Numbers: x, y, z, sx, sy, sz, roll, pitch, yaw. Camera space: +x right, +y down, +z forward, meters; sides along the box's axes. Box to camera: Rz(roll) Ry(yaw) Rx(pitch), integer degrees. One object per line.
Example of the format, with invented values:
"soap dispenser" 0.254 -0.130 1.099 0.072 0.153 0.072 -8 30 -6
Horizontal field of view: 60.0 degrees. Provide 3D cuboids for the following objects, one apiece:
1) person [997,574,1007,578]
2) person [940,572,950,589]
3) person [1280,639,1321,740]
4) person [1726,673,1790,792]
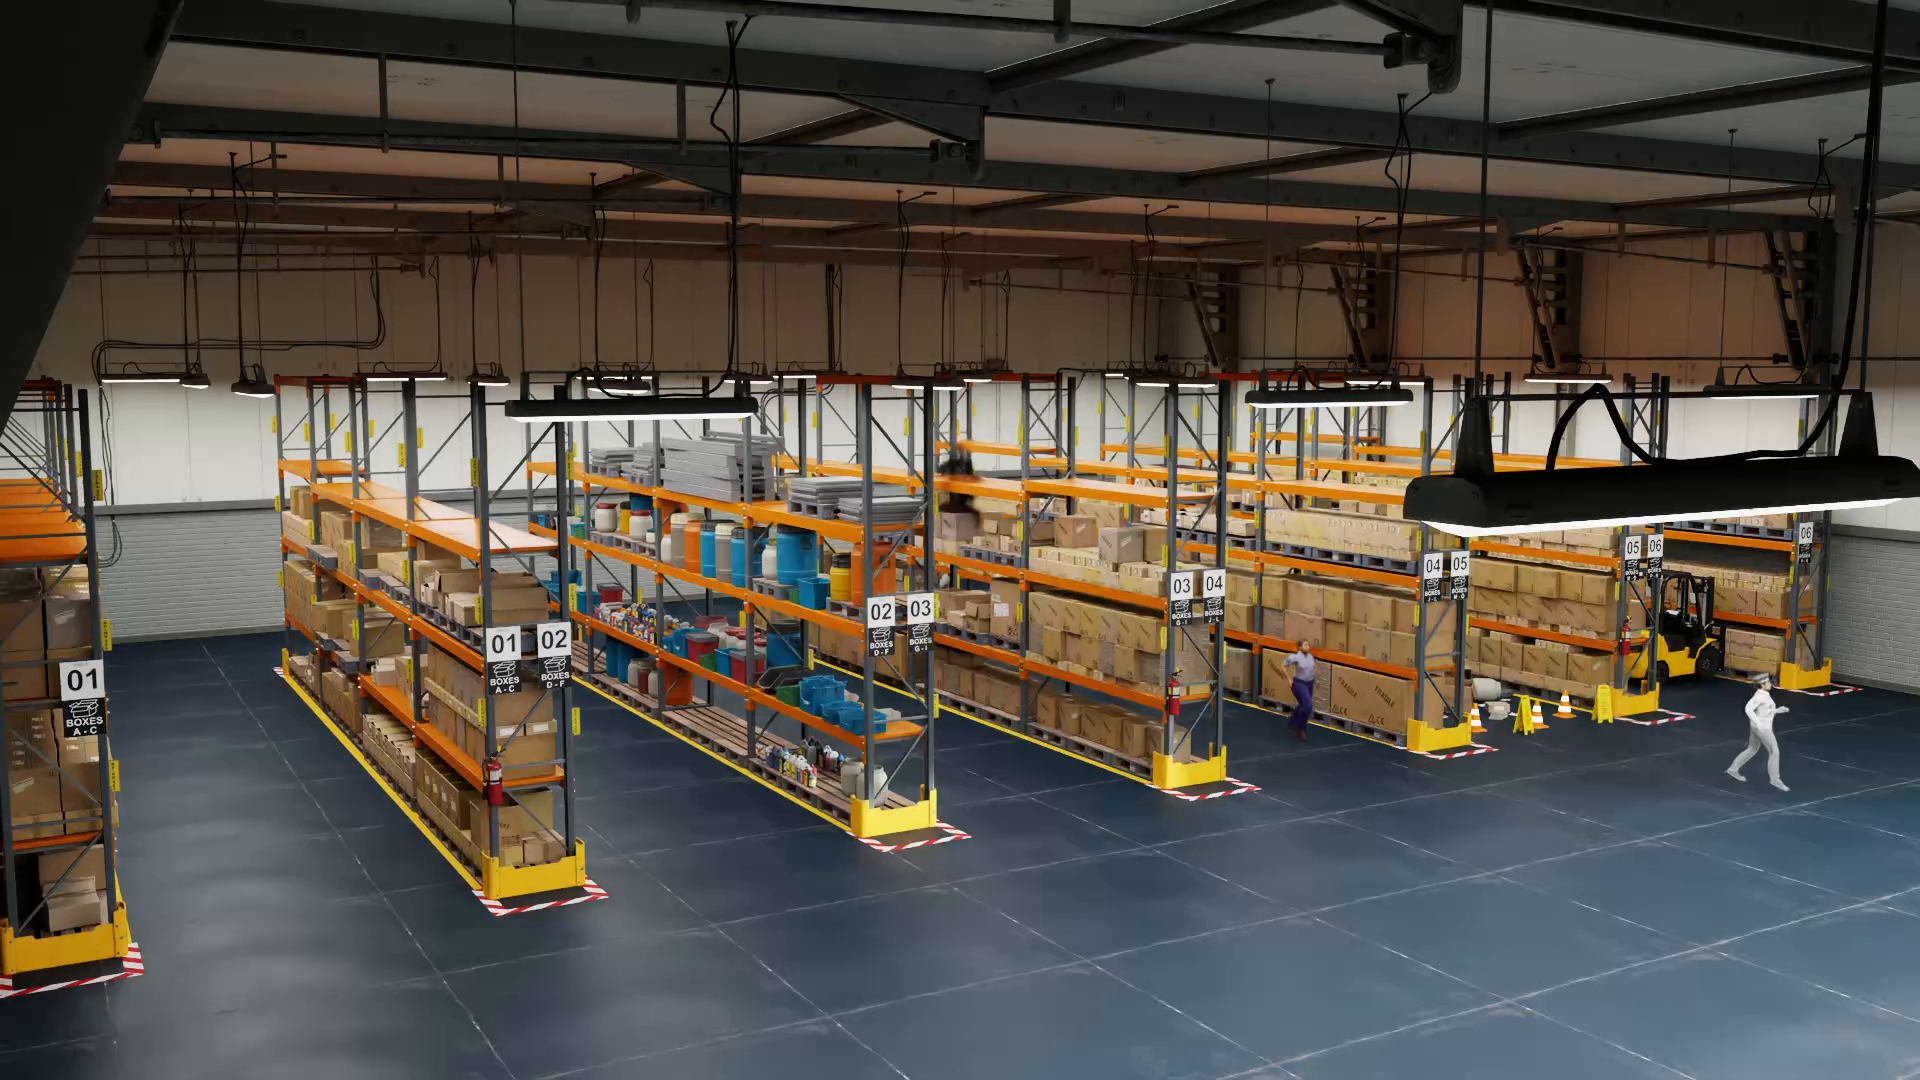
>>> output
"person" 0.955 1.565 35.761 0.659 1.809 0.755 -3 7 -26
"person" -0.420 0.838 42.333 0.734 1.730 0.951 0 6 -1
"person" 5.727 2.491 27.759 0.576 1.697 0.707 -5 8 -39
"person" 11.787 2.803 24.480 0.832 1.730 0.596 2 7 18
